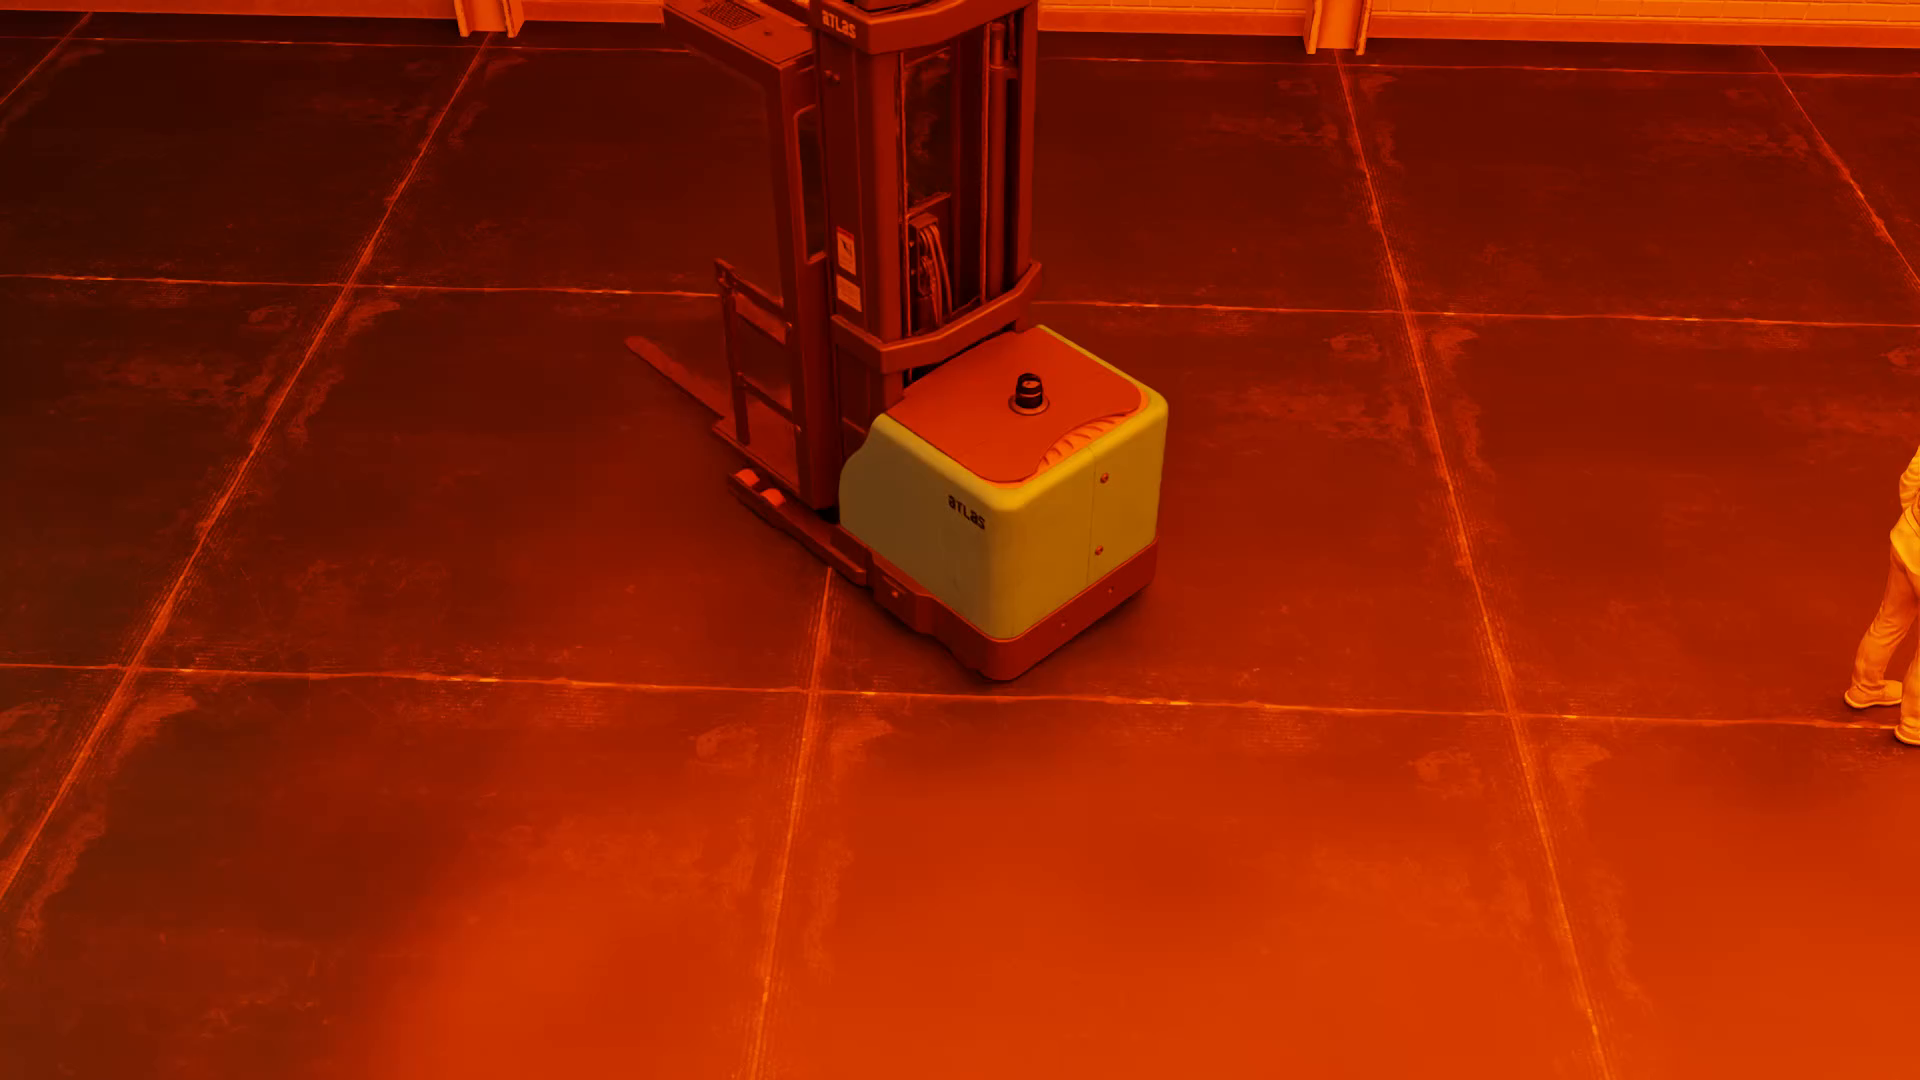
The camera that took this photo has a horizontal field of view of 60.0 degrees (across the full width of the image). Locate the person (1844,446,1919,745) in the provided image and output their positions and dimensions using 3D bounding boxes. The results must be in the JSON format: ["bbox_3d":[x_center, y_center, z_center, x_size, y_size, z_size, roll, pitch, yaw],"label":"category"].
[{"bbox_3d":[3.923,0.074,6.567,0.532,1.695,0.586,-4,43,-4],"label":"person"}]

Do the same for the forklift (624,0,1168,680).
[{"bbox_3d":[-0.483,-1.379,7.253,1.130,2.935,3.031,-33,51,-31],"label":"forklift"}]
